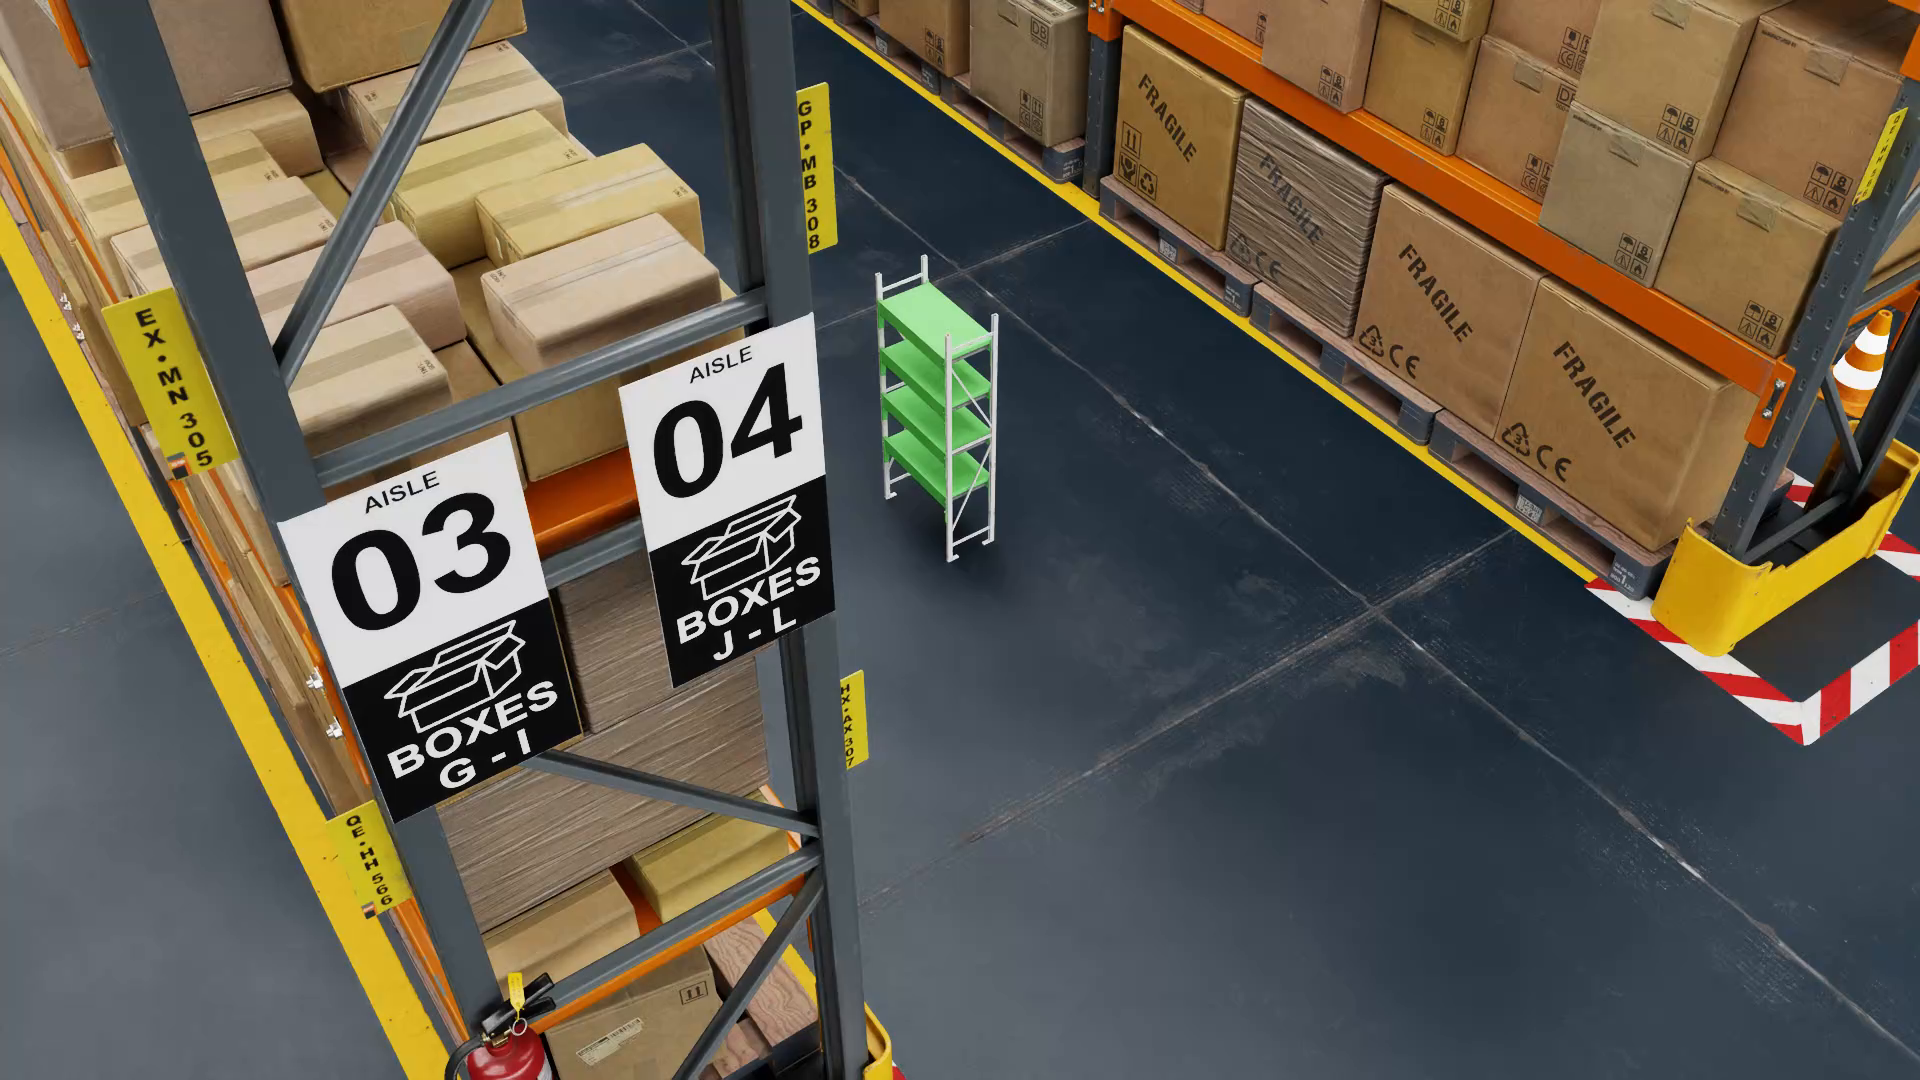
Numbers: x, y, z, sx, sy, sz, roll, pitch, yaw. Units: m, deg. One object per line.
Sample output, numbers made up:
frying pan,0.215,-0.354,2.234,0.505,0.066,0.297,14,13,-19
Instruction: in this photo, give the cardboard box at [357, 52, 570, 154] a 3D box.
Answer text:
cardboard box,-1.093,-0.916,3.676,0.380,0.149,0.250,-24,49,-23

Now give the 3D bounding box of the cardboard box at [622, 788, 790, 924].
cardboard box,-0.681,0.803,4.409,0.380,0.149,0.250,-26,49,-24

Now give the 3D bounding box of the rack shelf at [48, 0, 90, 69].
rack shelf,-1.857,-2.073,3.419,1.077,0.370,4.000,-26,49,-24

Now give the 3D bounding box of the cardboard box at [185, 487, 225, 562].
cardboard box,-2.256,-0.122,5.378,0.380,0.149,0.250,-26,49,-24

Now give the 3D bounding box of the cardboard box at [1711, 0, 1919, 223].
cardboard box,3.232,-1.604,5.859,0.875,0.550,0.550,-26,49,-24

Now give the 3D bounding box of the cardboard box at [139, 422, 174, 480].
cardboard box,-2.567,-0.393,5.662,0.380,0.149,0.250,-26,49,-24

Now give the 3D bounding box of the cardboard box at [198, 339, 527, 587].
cardboard box,-1.197,-0.235,3.252,0.500,0.250,0.500,-25,49,-24

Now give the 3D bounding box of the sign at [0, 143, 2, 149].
sign,-3.455,-1.495,5.796,0.100,0.325,0.005,-26,49,-24

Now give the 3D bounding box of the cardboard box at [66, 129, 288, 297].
cardboard box,-1.590,-0.679,3.428,0.380,0.149,0.250,-25,49,-24

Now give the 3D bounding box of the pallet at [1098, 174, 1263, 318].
pallet,1.495,-1.729,8.900,1.003,0.211,1.213,-26,49,-24

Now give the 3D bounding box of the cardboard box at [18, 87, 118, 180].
cardboard box,-1.866,-0.981,3.743,0.380,0.149,0.250,-28,50,-26

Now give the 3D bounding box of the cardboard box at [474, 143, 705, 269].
cardboard box,-0.750,-0.639,3.386,0.380,0.149,0.250,-25,49,-24

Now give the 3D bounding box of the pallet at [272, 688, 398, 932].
pallet,-1.886,0.769,6.282,1.003,0.211,1.213,-26,49,-24

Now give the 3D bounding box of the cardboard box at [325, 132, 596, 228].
cardboard box,-1.077,-0.727,3.767,0.500,0.250,0.500,-27,50,-25

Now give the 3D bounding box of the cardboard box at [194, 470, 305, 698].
cardboard box,-1.521,-0.032,4.090,0.500,0.500,0.500,-26,49,-24

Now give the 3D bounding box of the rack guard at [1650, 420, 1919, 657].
rack guard,3.426,-0.016,6.896,1.175,0.500,0.348,-26,49,-24

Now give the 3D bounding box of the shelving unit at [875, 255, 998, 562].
shelving unit,-0.095,-0.528,6.925,0.258,1.200,0.503,-26,49,-24

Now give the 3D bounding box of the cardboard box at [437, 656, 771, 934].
cardboard box,-1.005,0.502,4.255,0.875,0.500,0.500,-26,49,-24

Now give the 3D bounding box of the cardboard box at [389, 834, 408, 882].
cardboard box,-1.373,0.716,4.501,0.380,0.149,0.250,-26,49,-24

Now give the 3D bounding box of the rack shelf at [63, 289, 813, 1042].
rack shelf,-1.857,0.096,5.490,1.077,0.370,4.000,-26,49,-24

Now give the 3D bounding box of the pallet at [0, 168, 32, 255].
pallet,-4.844,-2.111,9.299,1.003,0.211,1.213,-26,49,-24

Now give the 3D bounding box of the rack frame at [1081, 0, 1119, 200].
rack frame,1.124,-3.199,8.420,1.000,3.000,0.127,-26,49,-24

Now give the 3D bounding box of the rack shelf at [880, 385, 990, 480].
rack shelf,-0.095,-0.482,6.969,0.258,0.148,0.480,-26,49,-24

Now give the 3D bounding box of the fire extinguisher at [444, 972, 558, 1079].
fire extinguisher,-1.026,1.243,3.823,0.296,0.674,0.183,-26,49,-24

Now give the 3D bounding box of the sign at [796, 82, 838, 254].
sign,-0.268,-0.647,2.942,0.100,0.325,0.005,-26,49,-24

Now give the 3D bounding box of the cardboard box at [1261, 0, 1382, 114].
cardboard box,1.891,-2.395,7.468,0.875,0.550,0.550,-26,49,-24

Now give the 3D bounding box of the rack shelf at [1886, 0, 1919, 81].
rack shelf,2.269,-2.892,6.446,1.077,0.370,4.000,-26,49,-24

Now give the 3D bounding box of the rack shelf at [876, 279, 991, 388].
rack shelf,-0.095,-0.829,6.638,0.258,0.148,0.480,-26,49,-24

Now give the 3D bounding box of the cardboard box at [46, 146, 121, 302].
cardboard box,-1.772,-0.811,3.854,0.500,0.250,0.500,-25,49,-24

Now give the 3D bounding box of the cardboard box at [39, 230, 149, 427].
cardboard box,-2.538,-0.865,5.687,0.875,0.500,0.500,-26,49,-24

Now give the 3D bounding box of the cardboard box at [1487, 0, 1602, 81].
cardboard box,2.633,-2.250,6.535,0.875,0.550,0.550,-26,49,-24

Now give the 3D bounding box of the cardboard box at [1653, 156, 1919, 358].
cardboard box,3.163,-1.181,6.197,0.875,0.550,0.550,-26,49,-24

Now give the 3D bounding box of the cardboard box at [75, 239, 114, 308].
cardboard box,-2.085,-0.603,4.688,0.500,0.500,0.500,-26,49,-24

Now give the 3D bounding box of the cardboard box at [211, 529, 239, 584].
cardboard box,-1.640,-0.034,4.817,0.875,0.500,0.500,-26,49,-24

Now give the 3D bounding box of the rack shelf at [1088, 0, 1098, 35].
rack shelf,-0.020,-4.072,9.855,1.077,0.370,4.000,-26,49,-24

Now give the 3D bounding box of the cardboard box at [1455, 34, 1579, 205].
cardboard box,2.613,-1.850,6.898,0.875,0.550,0.550,-26,49,-24

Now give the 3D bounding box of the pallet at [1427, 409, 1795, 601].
pallet,2.891,-0.347,7.452,1.003,0.211,1.213,-26,49,-24

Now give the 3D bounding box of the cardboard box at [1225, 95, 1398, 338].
cardboard box,1.946,-1.690,8.074,0.875,0.875,0.875,-25,49,-24

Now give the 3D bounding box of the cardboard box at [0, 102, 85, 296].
cardboard box,-2.665,-1.165,5.277,0.500,0.500,0.500,-26,49,-24

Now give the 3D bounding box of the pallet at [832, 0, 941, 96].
pallet,-0.081,-3.290,10.534,1.003,0.211,1.213,-26,49,-24

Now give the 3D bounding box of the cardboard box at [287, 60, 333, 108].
cardboard box,-1.397,-1.204,3.978,0.380,0.149,0.250,-28,50,-26

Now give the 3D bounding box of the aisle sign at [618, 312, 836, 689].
aisle sign,-0.432,-0.056,3.244,0.394,0.787,0.004,-26,49,-24

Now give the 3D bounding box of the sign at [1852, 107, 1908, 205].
sign,2.960,-1.232,5.349,0.100,0.325,0.005,-26,49,-24

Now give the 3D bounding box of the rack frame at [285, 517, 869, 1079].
rack frame,-0.713,0.968,4.055,1.000,3.000,0.127,-26,49,-24

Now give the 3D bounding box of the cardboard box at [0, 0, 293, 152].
cardboard box,-1.808,-1.219,3.524,0.500,0.500,0.500,-26,49,-24

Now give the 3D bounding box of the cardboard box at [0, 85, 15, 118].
cardboard box,-2.372,-1.389,4.460,0.500,0.250,0.500,-28,50,-26

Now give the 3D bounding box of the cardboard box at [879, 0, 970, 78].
cardboard box,0.147,-3.401,9.957,1.050,0.750,0.750,-26,49,-24

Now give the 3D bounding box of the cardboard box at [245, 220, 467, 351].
cardboard box,-1.181,-0.435,3.172,0.380,0.149,0.250,-27,50,-26

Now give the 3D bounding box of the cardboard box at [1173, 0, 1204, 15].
cardboard box,1.345,-3.049,8.154,0.875,0.550,0.550,-26,49,-24

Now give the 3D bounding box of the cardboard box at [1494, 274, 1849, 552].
cardboard box,2.971,-0.675,7.011,0.875,0.875,0.875,-25,49,-24

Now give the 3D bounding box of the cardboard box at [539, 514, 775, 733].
cardboard box,-0.804,0.044,4.011,0.500,0.500,0.500,-26,49,-24

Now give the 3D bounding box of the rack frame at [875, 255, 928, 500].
rack frame,-0.234,-0.666,7.070,0.240,1.200,0.015,-26,49,-24

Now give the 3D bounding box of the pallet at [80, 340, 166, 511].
pallet,-3.448,-0.729,7.852,1.003,0.211,1.213,-26,49,-24
